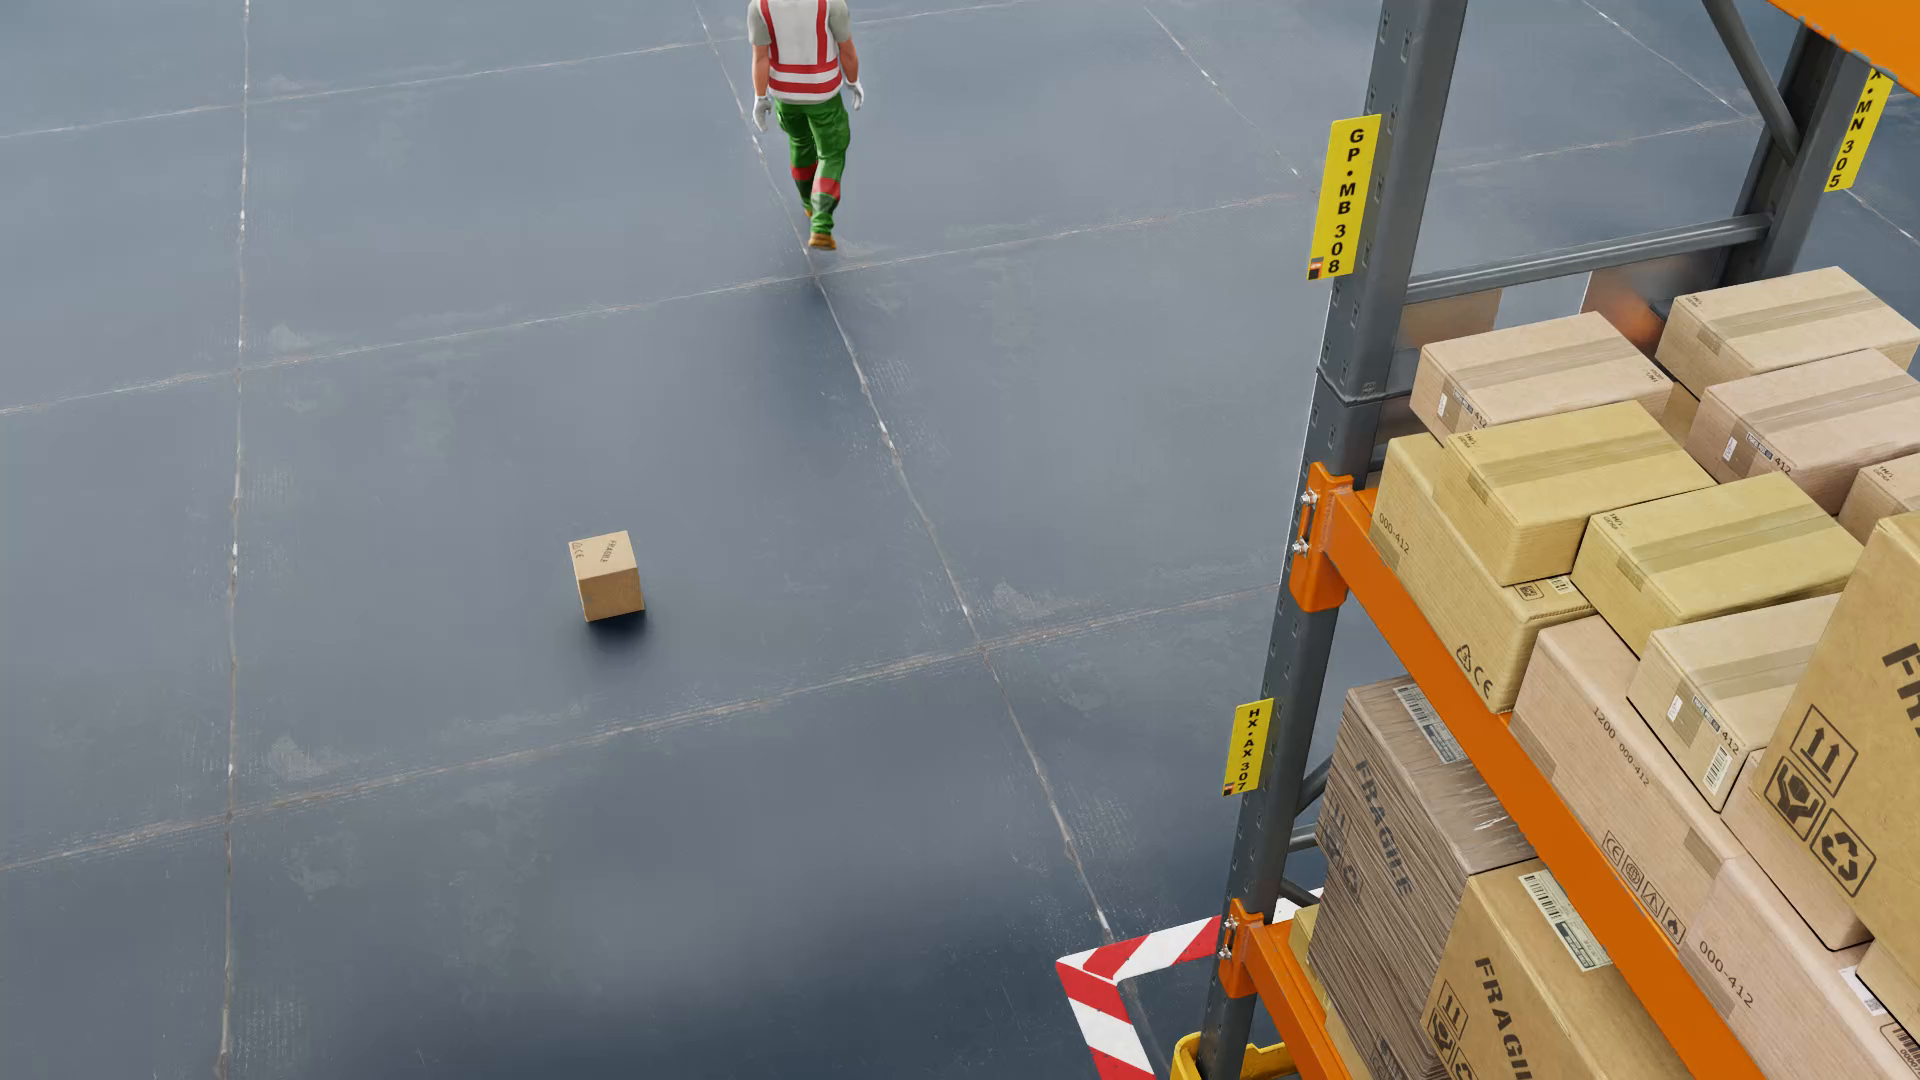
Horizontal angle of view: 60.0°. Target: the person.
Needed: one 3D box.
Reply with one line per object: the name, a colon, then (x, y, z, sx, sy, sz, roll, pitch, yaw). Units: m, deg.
person: (-0.804, -2.371, 8.789, 0.559, 1.761, 0.934, 5, 42, 5)
